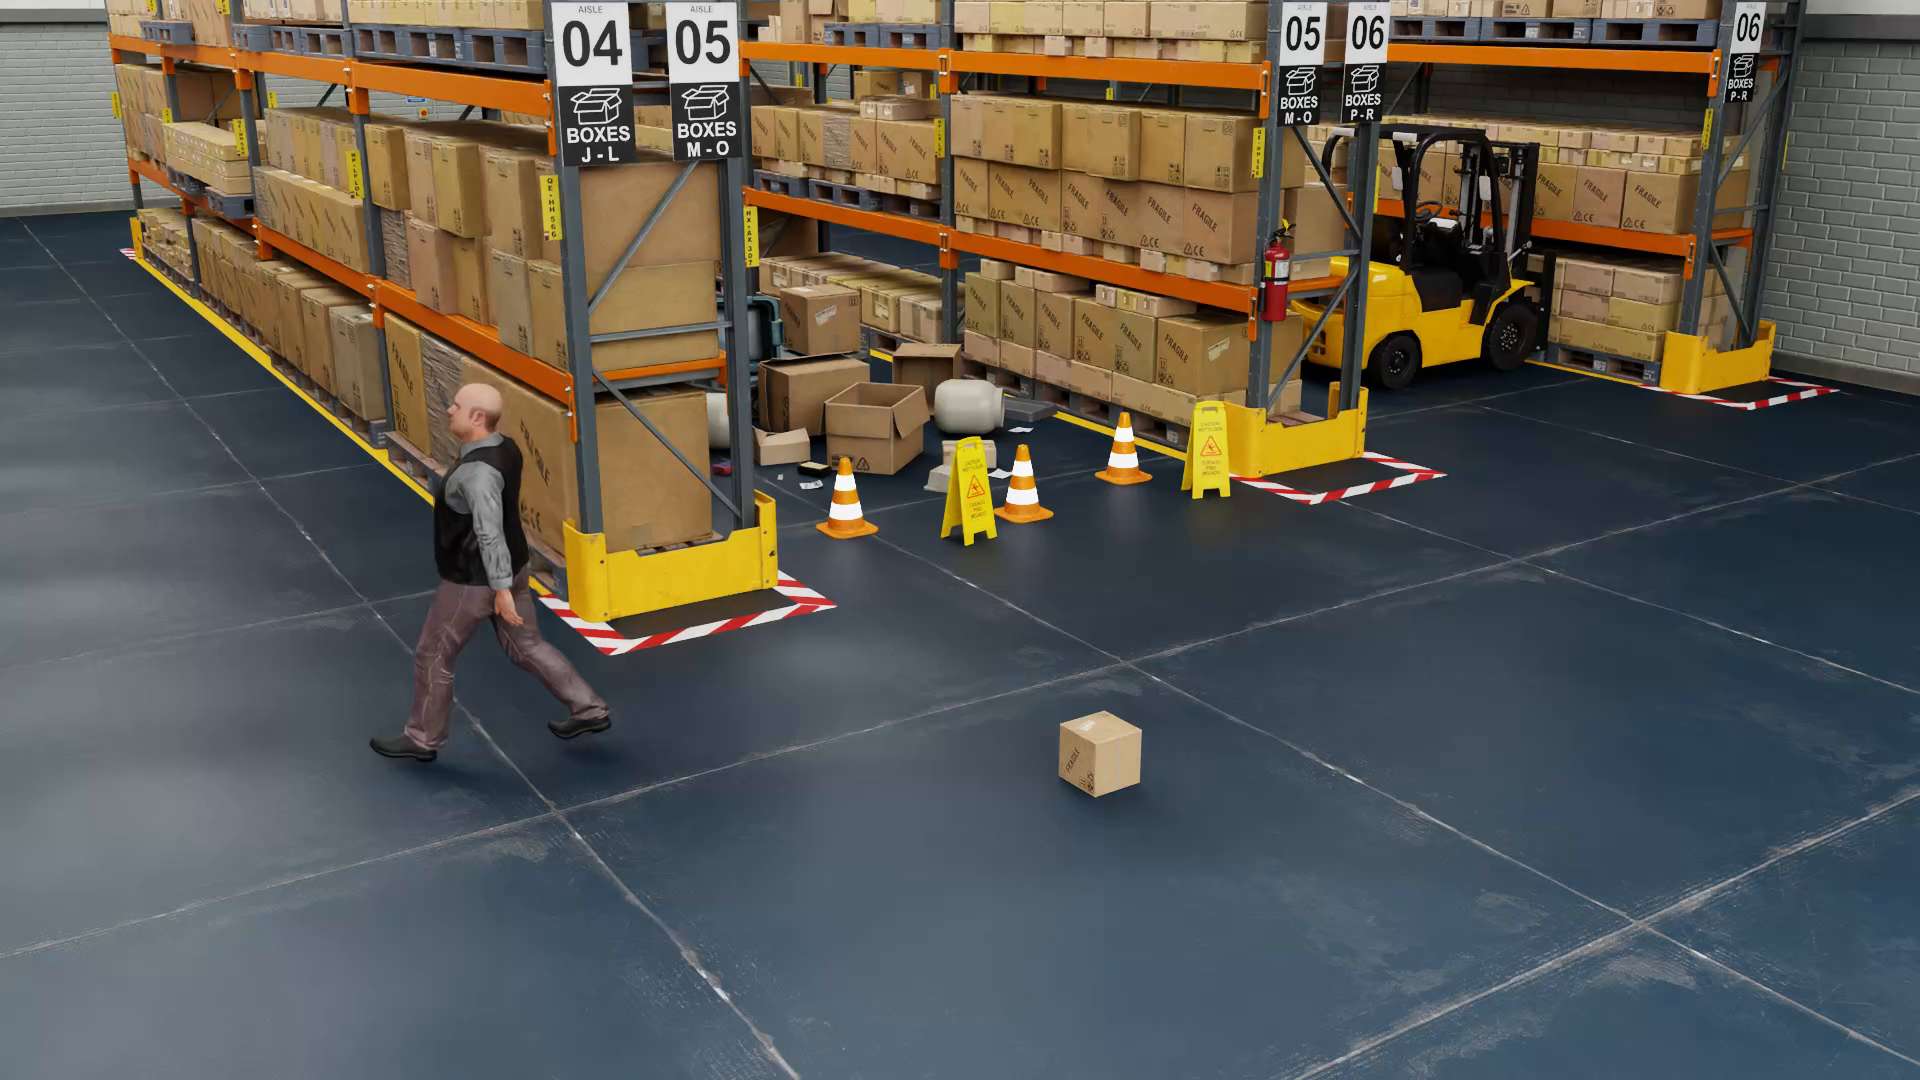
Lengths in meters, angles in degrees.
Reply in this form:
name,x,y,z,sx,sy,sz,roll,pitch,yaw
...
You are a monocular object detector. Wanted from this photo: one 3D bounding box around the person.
name,x,y,z,sx,sy,sz,roll,pitch,yaw
person,-2.076,0.142,7.169,1.030,1.675,0.535,2,18,5
